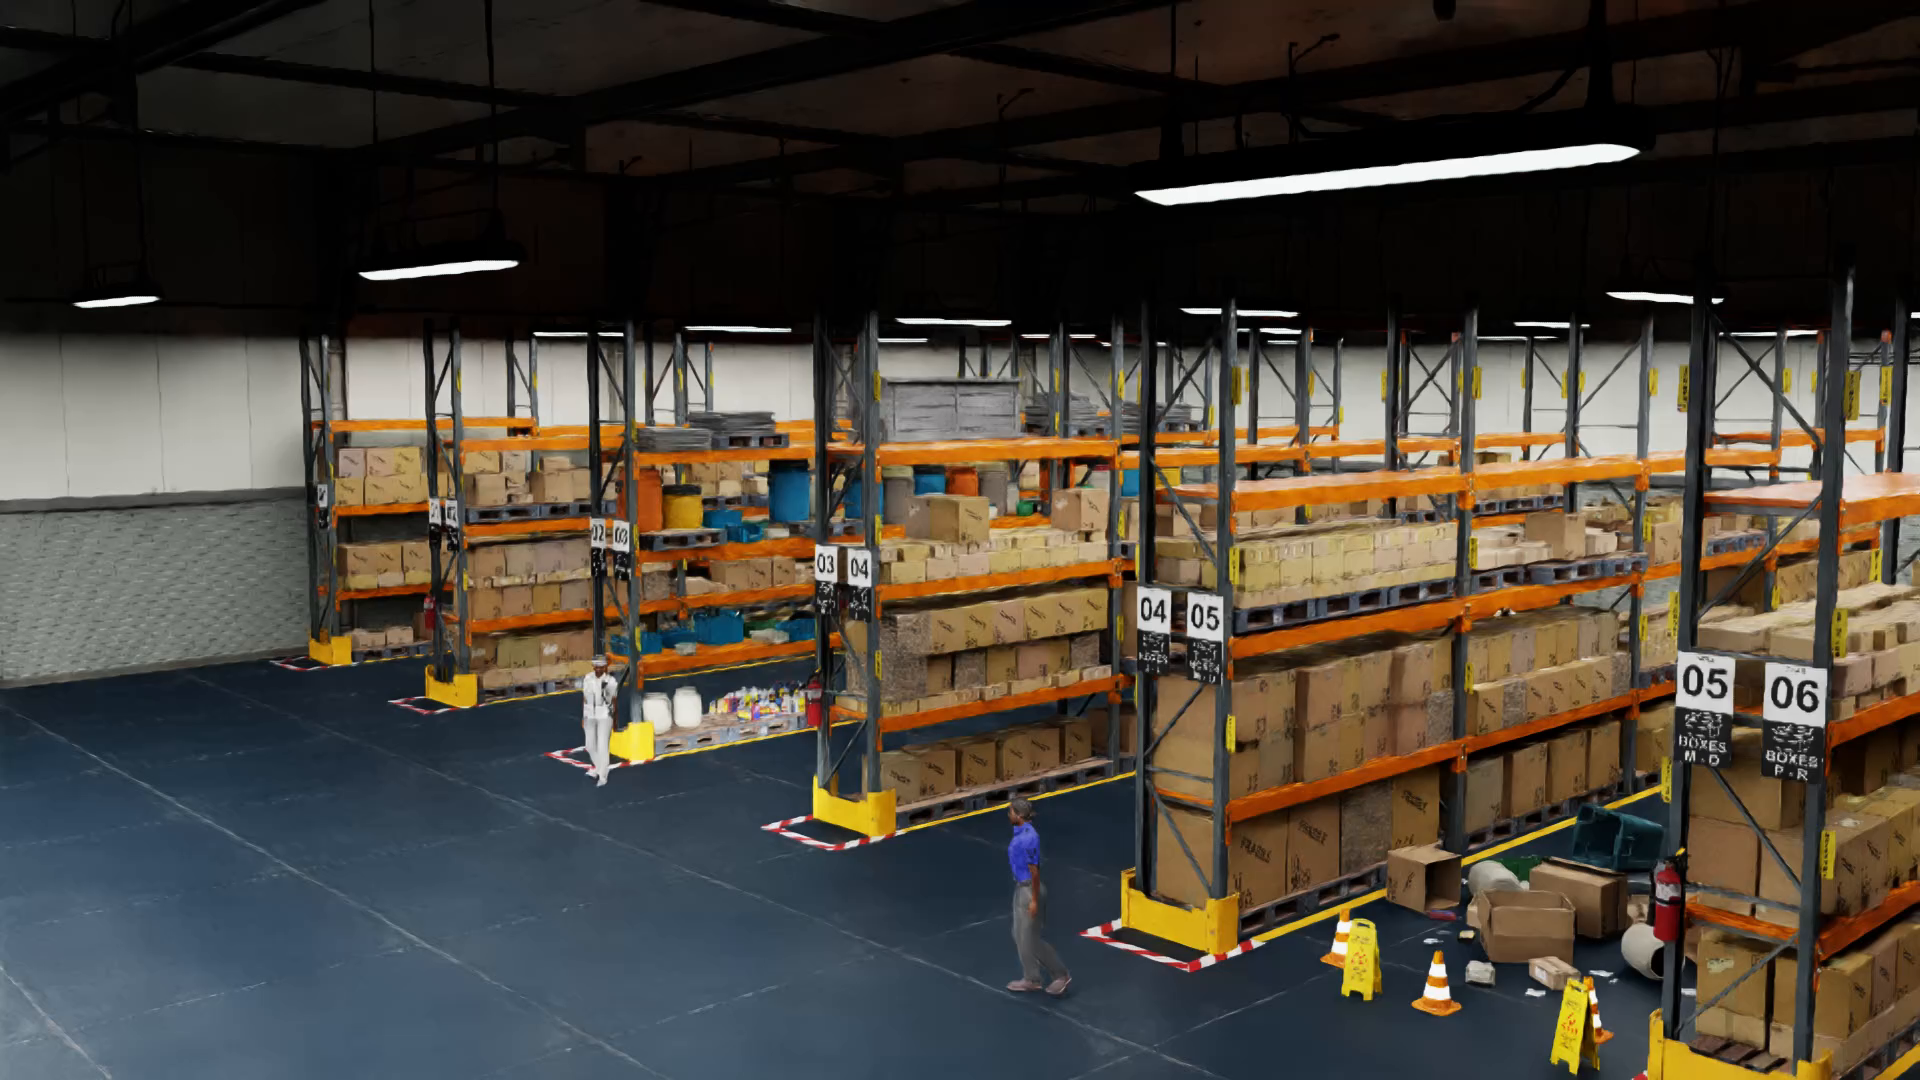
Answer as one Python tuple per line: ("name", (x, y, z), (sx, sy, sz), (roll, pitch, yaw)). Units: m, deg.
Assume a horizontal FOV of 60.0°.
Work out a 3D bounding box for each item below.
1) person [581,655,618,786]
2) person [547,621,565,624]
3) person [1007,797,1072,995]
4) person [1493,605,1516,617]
("person", (-4.534, 2.229, 20.964), (0.512, 1.663, 0.538), (1, 6, 11))
("person", (-7.066, 1.424, 29.191), (1.094, 1.565, 0.481), (-5, 8, -40))
("person", (0.662, 2.965, 13.849), (0.523, 1.633, 0.519), (-1, 6, -5))
("person", (8.429, 1.714, 25.653), (1.110, 1.725, 0.601), (-6, 8, -44))
